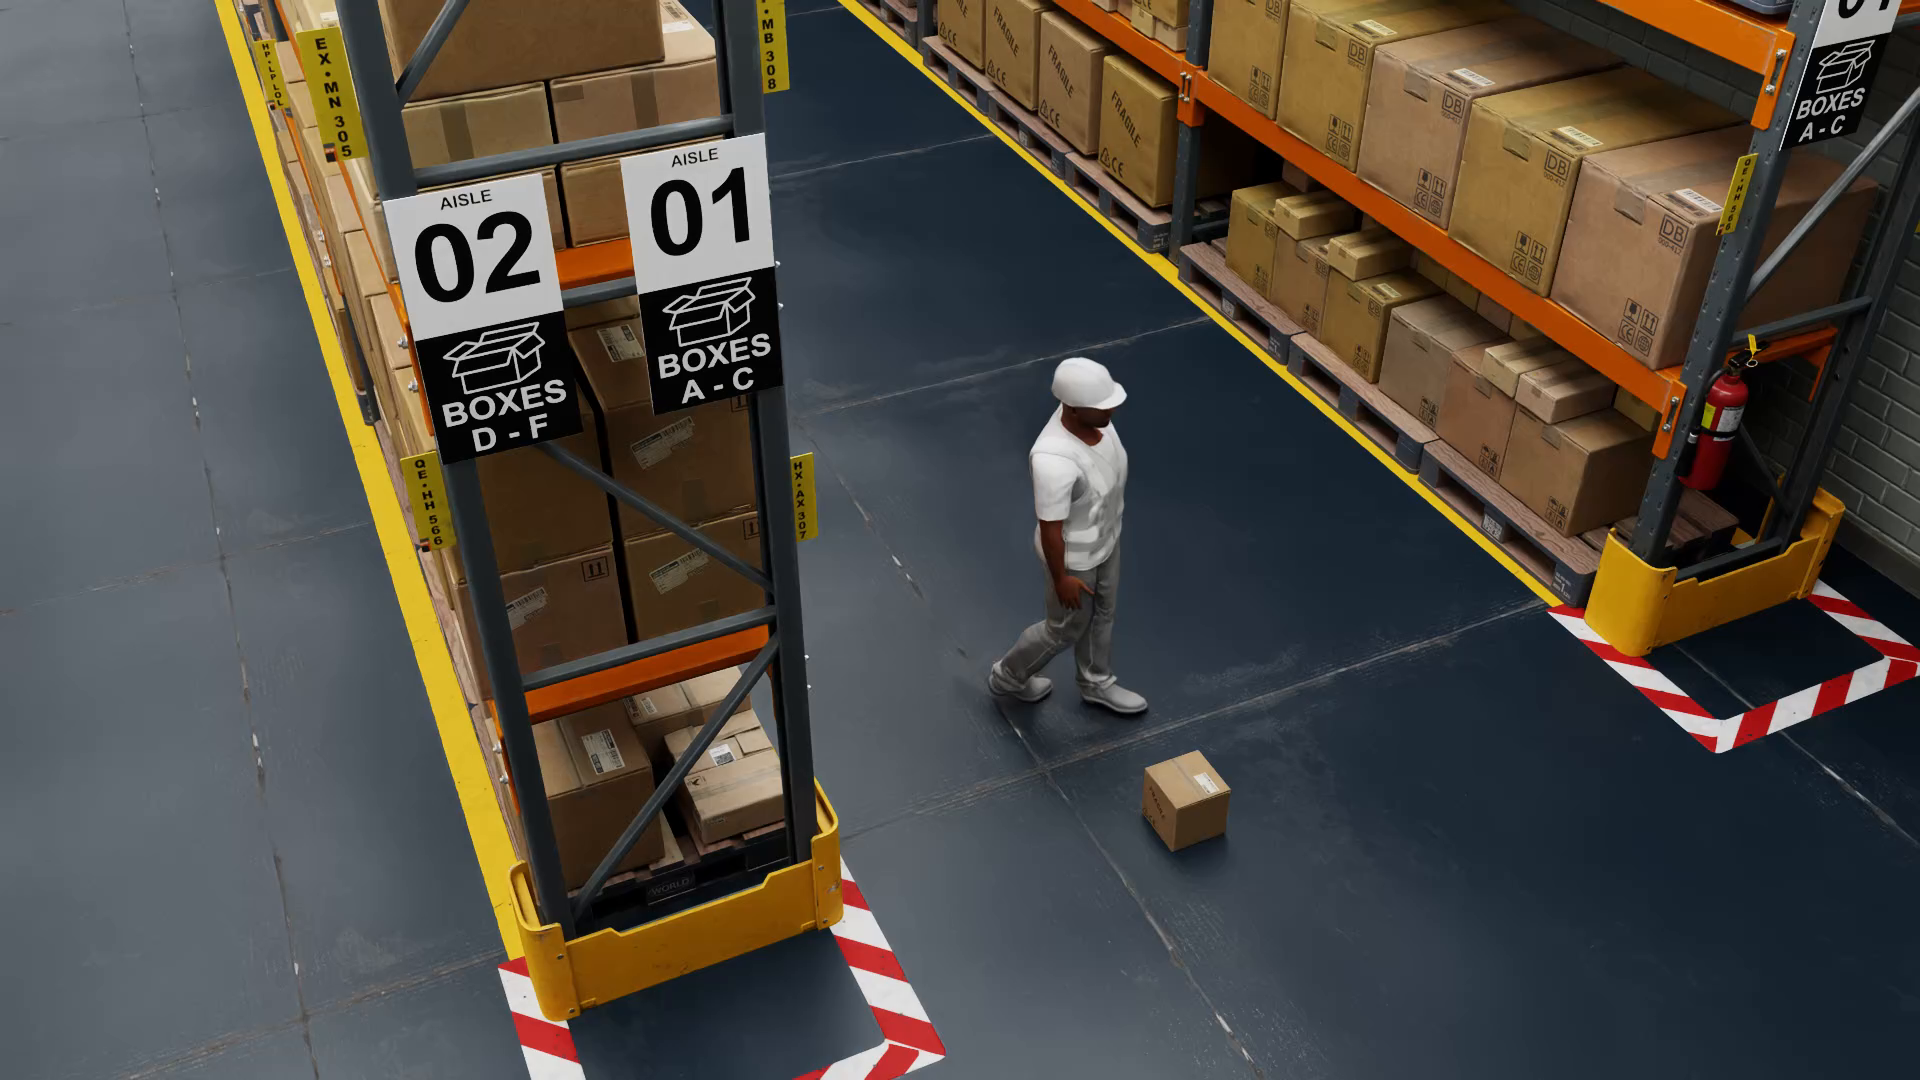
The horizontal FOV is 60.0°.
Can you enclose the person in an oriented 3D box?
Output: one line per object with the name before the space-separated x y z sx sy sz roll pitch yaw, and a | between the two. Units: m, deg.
person | 0.485 0.006 6.821 0.679 1.765 0.598 15 40 19
